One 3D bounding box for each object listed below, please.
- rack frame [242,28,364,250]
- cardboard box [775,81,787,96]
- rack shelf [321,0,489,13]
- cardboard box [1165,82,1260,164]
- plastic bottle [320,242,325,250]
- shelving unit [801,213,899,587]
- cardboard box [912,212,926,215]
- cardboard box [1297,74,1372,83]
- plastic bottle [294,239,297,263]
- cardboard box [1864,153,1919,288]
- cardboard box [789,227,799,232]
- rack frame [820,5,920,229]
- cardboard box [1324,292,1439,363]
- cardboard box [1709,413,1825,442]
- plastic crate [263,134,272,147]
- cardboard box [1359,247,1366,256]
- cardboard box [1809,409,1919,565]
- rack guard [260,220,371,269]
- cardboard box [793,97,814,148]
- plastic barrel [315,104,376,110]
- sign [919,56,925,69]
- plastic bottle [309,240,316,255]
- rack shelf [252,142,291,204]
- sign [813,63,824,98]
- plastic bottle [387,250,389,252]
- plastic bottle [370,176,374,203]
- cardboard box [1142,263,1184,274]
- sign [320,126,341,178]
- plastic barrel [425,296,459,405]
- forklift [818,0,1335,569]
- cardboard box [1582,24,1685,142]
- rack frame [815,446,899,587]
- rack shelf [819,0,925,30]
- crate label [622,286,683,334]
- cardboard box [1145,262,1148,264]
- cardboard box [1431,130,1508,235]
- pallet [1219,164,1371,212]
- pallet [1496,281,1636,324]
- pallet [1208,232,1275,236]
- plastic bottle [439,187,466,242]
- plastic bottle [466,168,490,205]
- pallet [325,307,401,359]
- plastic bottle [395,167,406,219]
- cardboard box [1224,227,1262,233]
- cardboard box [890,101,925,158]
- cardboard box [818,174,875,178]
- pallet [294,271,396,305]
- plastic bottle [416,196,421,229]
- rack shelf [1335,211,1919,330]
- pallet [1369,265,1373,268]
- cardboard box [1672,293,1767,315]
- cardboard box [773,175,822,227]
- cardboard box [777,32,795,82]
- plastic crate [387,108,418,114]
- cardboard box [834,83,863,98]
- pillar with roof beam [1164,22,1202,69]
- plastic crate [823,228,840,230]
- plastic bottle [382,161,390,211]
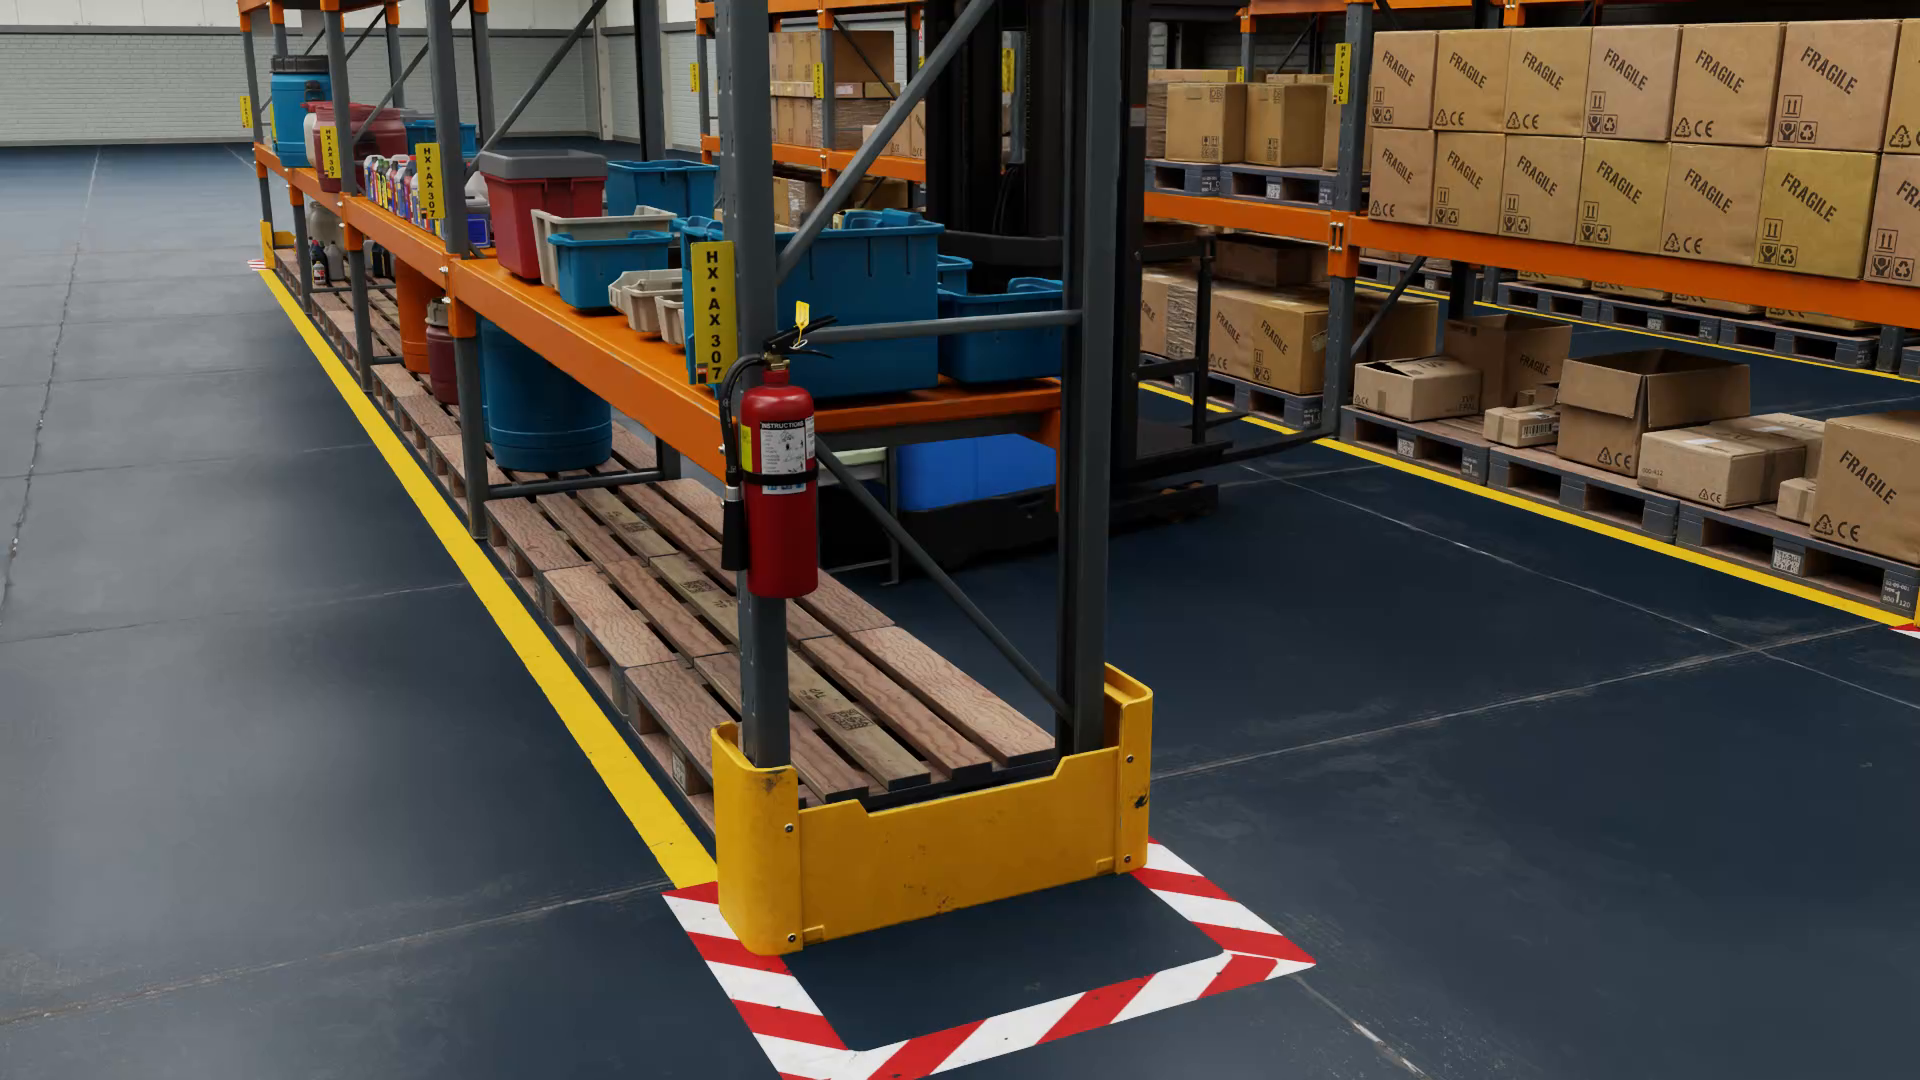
[{"bbox_3d":[-7.088,-4.484,17.938,1.000,3.000,0.127,-8,18,-25],"label":"rack frame"},{"bbox_3d":[-1.748,-4.806,17.704,0.380,0.149,0.250,-7,17,-23],"label":"cardboard box"},{"bbox_3d":[-2.707,-3.100,8.983,1.077,0.370,4.000,-8,18,-25],"label":"rack shelf"},{"bbox_3d":[1.794,-2.787,11.081,0.700,0.500,0.500,-13,21,-39],"label":"cardboard box"},{"bbox_3d":[-6.022,-2.669,15.741,0.061,0.283,0.133,-8,18,-25],"label":"plastic bottle"},{"bbox_3d":[-0.634,-0.594,7.074,0.431,1.500,0.755,-10,19,-29],"label":"shelving unit"},{"bbox_3d":[-0.213,-3.046,16.132,0.500,0.311,0.500,-7,17,-23],"label":"cardboard box"},{"bbox_3d":[4.000,-4.679,17.639,0.700,0.500,0.500,-6,17,-19],"label":"cardboard box"},{"bbox_3d":[-6.574,-2.897,16.556,0.097,0.271,0.097,0,16,0],"label":"plastic bottle"},{"bbox_3d":[3.935,-1.241,6.454,0.500,0.500,0.500,-7,17,-23],"label":"cardboard box"},{"bbox_3d":[-1.491,-3.184,17.631,0.500,0.250,0.500,-8,18,-25],"label":"cardboard box"},{"bbox_3d":[-0.882,-4.090,16.564,1.000,3.000,0.127,-8,18,-25],"label":"rack frame"},{"bbox_3d":[2.630,-1.266,10.457,0.500,0.500,0.500,-9,18,-27],"label":"cardboard box"},{"bbox_3d":[3.954,-0.421,7.968,0.500,0.250,0.500,-8,18,-25],"label":"cardboard box"},{"bbox_3d":[-6.986,-4.096,17.066,0.298,0.136,0.250,-8,18,-25],"label":"plastic crate"},{"bbox_3d":[4.366,-3.265,17.426,0.700,0.500,0.500,-7,18,-24],"label":"cardboard box"},{"bbox_3d":[3.916,-0.229,6.846,0.500,0.500,0.500,-8,18,-25],"label":"cardboard box"},{"bbox_3d":[-7.013,-3.269,18.237,1.175,0.500,0.348,-8,18,-25],"label":"rack guard"},{"bbox_3d":[-1.319,-4.377,17.384,0.700,0.500,0.500,-8,18,-25],"label":"cardboard box"},{"bbox_3d":[-4.603,-3.005,12.536,0.433,0.535,0.433,0,16,0],"label":"plastic barrel"},{"bbox_3d":[-0.398,-4.676,16.653,0.100,0.325,0.005,-8,18,-25],"label":"sign"},{"bbox_3d":[-5.961,-2.603,15.387,0.144,0.351,0.185,-9,18,-28],"label":"plastic bottle"},{"bbox_3d":[-6.212,-3.642,16.309,1.077,0.370,4.000,-8,18,-25],"label":"rack shelf"},{"bbox_3d":[-1.380,-4.477,16.199,0.100,0.325,0.005,-8,18,-25],"label":"sign"},{"bbox_3d":[-5.317,-2.681,15.659,0.144,0.351,0.185,-7,17,-23],"label":"plastic bottle"},{"bbox_3d":[-3.616,-2.202,10.347,0.097,0.201,0.097,0,16,0],"label":"plastic bottle"},{"bbox_3d":[1.263,-1.706,11.993,0.500,0.500,0.500,-8,18,-26],"label":"cardboard box"},{"bbox_3d":[-4.075,-2.511,10.765,0.100,0.325,0.005,-8,18,-25],"label":"sign"},{"bbox_3d":[-2.859,-1.144,9.909,0.600,0.588,0.708,-8,18,-25],"label":"plastic barrel"},{"bbox_3d":[0.642,-1.592,7.983,3.031,2.935,1.130,-13,20,-37],"label":"forklift"},{"bbox_3d":[3.255,-2.101,7.639,0.500,0.500,0.500,-7,17,-23],"label":"cardboard box"},{"bbox_3d":[-0.445,-0.509,6.772,0.400,1.500,0.023,-10,19,-29],"label":"rack frame"},{"bbox_3d":[-0.005,-4.690,14.522,1.077,0.370,4.000,-8,18,-25],"label":"rack shelf"},{"bbox_3d":[-0.857,-0.739,5.257,0.396,0.136,0.243,-8,18,-25],"label":"crate label"},{"bbox_3d":[1.491,-1.904,12.683,0.500,0.500,0.500,-7,17,-23],"label":"cardboard box"},{"bbox_3d":[2.829,-1.868,8.642,0.500,0.500,0.500,-7,18,-24],"label":"cardboard box"},{"bbox_3d":[2.371,-2.225,10.415,1.003,0.211,1.213,-8,18,-25],"label":"pallet"},{"bbox_3d":[5.600,-2.153,14.869,1.003,0.211,1.213,-8,18,-25],"label":"pallet"},{"bbox_3d":[3.244,-3.511,19.604,1.003,0.211,1.213,-8,18,-25],"label":"pallet"},{"bbox_3d":[-2.455,-1.598,8.107,0.152,0.276,0.135,-8,18,-25],"label":"plastic bottle"},{"bbox_3d":[-2.399,-1.691,8.293,0.144,0.351,0.185,-8,18,-25],"label":"plastic bottle"},{"bbox_3d":[-4.419,-1.659,13.149,1.003,0.211,1.213,-8,18,-25],"label":"pallet"},{"bbox_3d":[-3.077,-1.950,9.334,0.152,0.276,0.135,-8,18,-25],"label":"plastic bottle"},{"bbox_3d":[3.308,-3.668,19.433,0.380,0.166,0.250,-10,19,-32],"label":"cardboard box"},{"bbox_3d":[-0.329,-3.815,15.425,0.500,0.500,0.500,-6,17,-21],"label":"cardboard box"},{"bbox_3d":[-1.242,-3.731,18.179,0.500,0.500,0.500,-8,18,-25],"label":"cardboard box"},{"bbox_3d":[-5.593,-2.323,15.464,1.003,0.211,1.213,-8,18,-25],"label":"pallet"},{"bbox_3d":[-2.810,-1.746,8.758,0.097,0.201,0.097,0,16,0],"label":"plastic bottle"},{"bbox_3d":[3.499,-1.264,8.023,1.077,0.370,4.000,-8,18,-25],"label":"rack shelf"},{"bbox_3d":[3.912,-3.156,18.366,1.003,0.211,1.213,-8,18,-25],"label":"pallet"},{"bbox_3d":[6.281,-2.240,13.253,0.750,0.750,0.750,-7,17,-23],"label":"cardboard box"},{"bbox_3d":[-1.712,-3.668,17.958,0.500,0.500,0.500,-8,18,-25],"label":"cardboard box"},{"bbox_3d":[-1.523,-5.120,17.622,0.700,0.500,0.500,-8,18,-25],"label":"cardboard box"},{"bbox_3d":[-4.849,-3.440,14.183,0.402,0.464,0.583,-8,18,-25],"label":"plastic crate"},{"bbox_3d":[-1.193,-4.491,16.606,0.380,0.149,0.250,-8,18,-25],"label":"cardboard box"},{"bbox_3d":[-0.968,-7.976,19.229,9.100,9.000,0.400,-8,18,-25],"label":"pillar with roof beam"},{"bbox_3d":[-0.599,-0.967,5.877,0.416,0.233,0.300,-8,18,-25],"label":"plastic crate"},{"bbox_3d":[-3.363,-2.087,9.798,0.061,0.283,0.133,-8,18,-25],"label":"plastic bottle"}]
